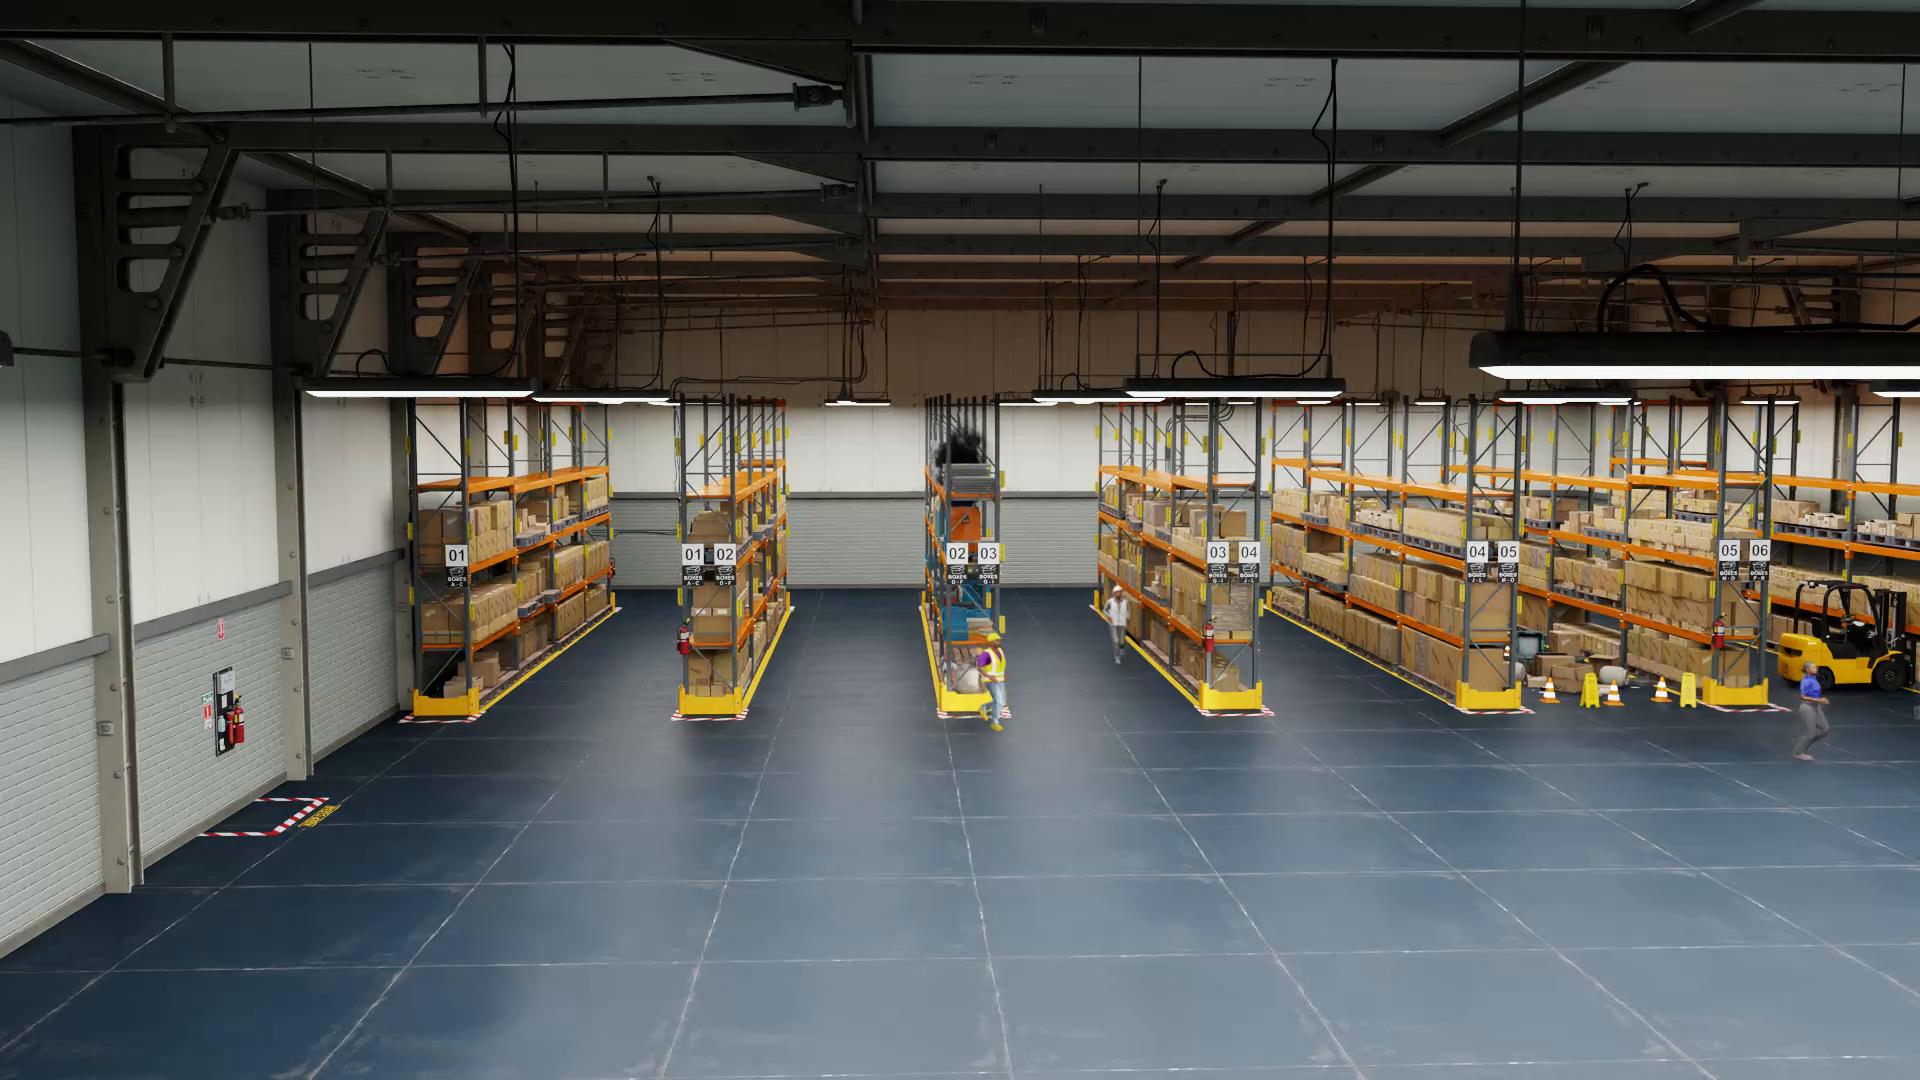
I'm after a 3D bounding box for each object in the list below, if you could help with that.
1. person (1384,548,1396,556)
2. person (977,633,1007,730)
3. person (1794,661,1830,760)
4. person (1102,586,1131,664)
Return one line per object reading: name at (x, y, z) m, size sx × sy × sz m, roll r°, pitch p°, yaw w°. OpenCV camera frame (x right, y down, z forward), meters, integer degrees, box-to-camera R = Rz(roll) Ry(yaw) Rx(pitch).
person at (12.799, 0.963, 49.332) m, size 0.770 × 1.834 × 0.690 m, roll 1°, pitch 5°, yaw 7°
person at (0.552, 2.515, 29.775) m, size 0.642 × 1.723 × 0.724 m, roll 3°, pitch 6°, yaw 37°
person at (13.868, 2.782, 26.991) m, size 0.564 × 1.595 × 0.559 m, roll -4°, pitch 6°, yaw -44°
person at (3.533, 1.900, 37.506) m, size 0.658 × 1.748 × 0.644 m, roll 0°, pitch 5°, yaw -5°
